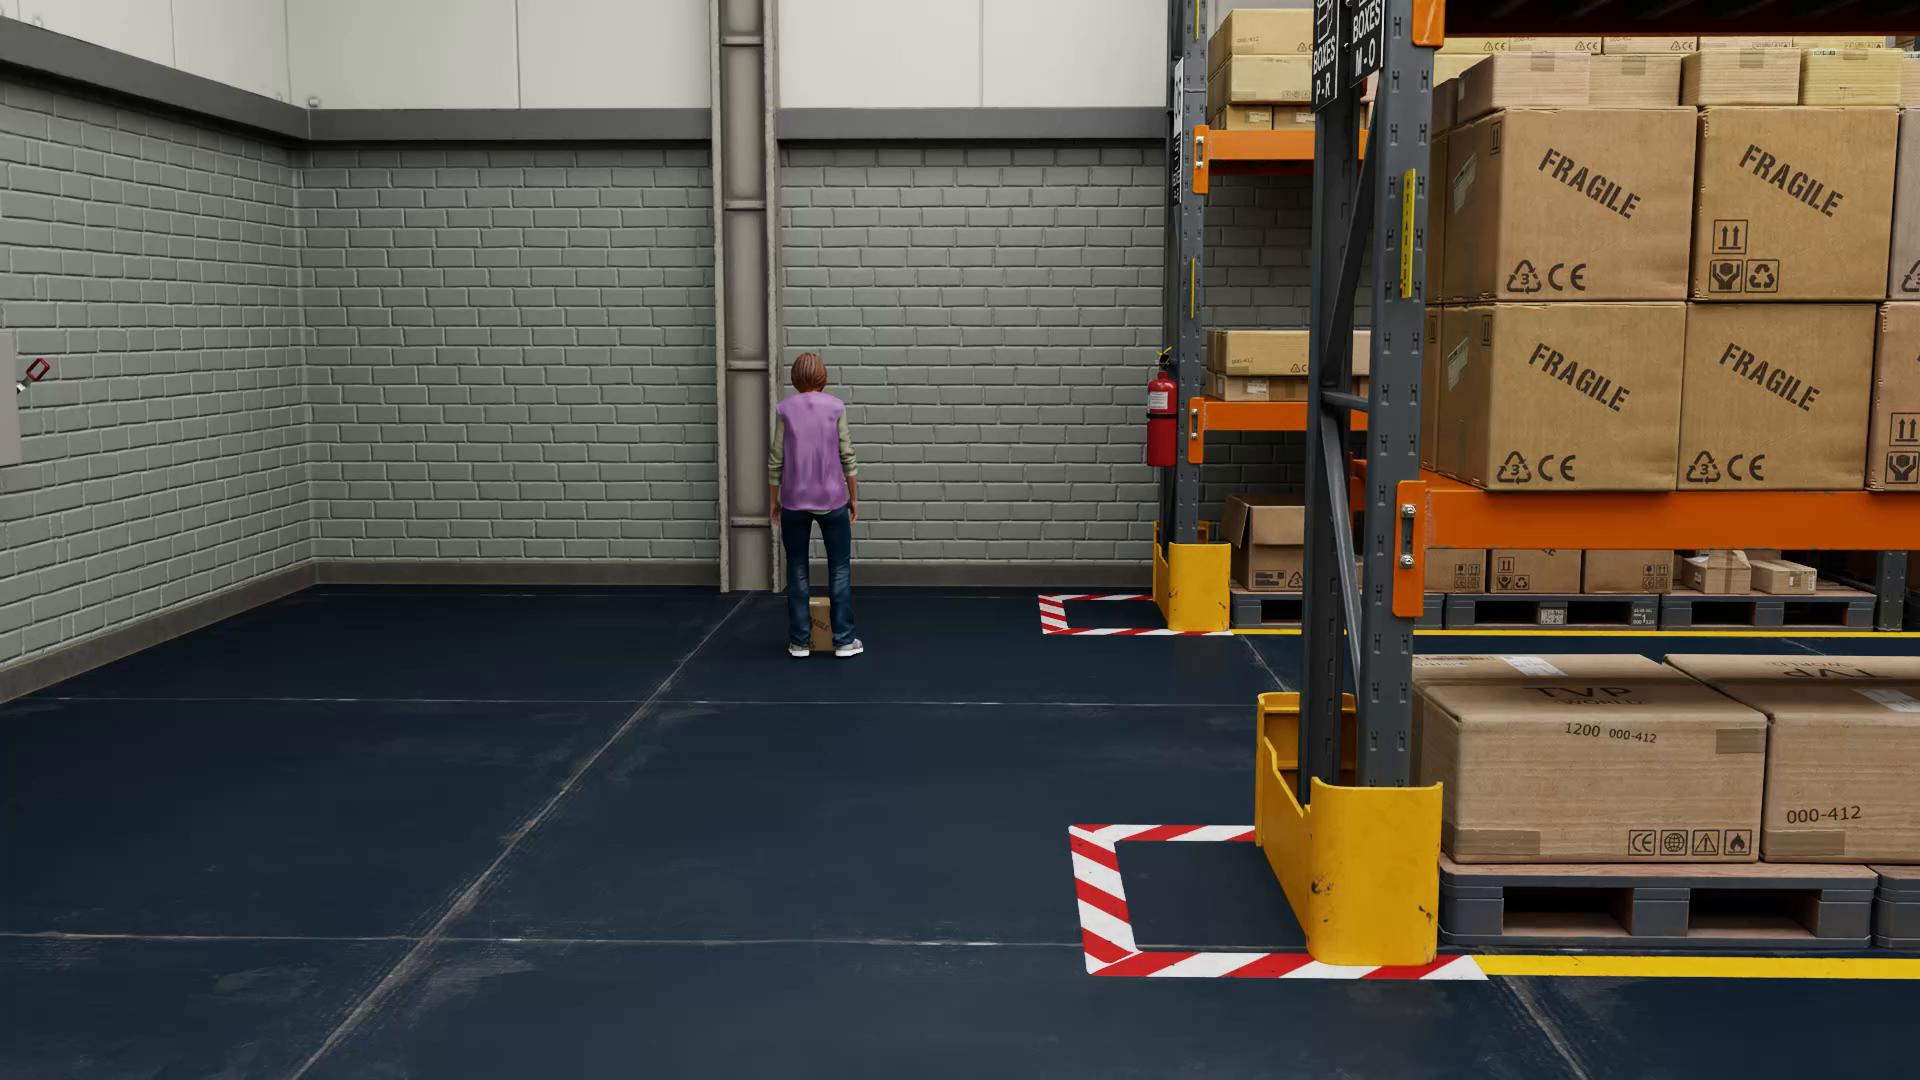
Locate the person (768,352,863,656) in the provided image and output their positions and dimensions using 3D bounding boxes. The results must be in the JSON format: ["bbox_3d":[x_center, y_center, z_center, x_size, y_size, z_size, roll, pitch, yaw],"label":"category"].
[{"bbox_3d":[-0.757,-0.178,8.689,0.485,1.593,0.343,0,7,-2],"label":"person"}]
